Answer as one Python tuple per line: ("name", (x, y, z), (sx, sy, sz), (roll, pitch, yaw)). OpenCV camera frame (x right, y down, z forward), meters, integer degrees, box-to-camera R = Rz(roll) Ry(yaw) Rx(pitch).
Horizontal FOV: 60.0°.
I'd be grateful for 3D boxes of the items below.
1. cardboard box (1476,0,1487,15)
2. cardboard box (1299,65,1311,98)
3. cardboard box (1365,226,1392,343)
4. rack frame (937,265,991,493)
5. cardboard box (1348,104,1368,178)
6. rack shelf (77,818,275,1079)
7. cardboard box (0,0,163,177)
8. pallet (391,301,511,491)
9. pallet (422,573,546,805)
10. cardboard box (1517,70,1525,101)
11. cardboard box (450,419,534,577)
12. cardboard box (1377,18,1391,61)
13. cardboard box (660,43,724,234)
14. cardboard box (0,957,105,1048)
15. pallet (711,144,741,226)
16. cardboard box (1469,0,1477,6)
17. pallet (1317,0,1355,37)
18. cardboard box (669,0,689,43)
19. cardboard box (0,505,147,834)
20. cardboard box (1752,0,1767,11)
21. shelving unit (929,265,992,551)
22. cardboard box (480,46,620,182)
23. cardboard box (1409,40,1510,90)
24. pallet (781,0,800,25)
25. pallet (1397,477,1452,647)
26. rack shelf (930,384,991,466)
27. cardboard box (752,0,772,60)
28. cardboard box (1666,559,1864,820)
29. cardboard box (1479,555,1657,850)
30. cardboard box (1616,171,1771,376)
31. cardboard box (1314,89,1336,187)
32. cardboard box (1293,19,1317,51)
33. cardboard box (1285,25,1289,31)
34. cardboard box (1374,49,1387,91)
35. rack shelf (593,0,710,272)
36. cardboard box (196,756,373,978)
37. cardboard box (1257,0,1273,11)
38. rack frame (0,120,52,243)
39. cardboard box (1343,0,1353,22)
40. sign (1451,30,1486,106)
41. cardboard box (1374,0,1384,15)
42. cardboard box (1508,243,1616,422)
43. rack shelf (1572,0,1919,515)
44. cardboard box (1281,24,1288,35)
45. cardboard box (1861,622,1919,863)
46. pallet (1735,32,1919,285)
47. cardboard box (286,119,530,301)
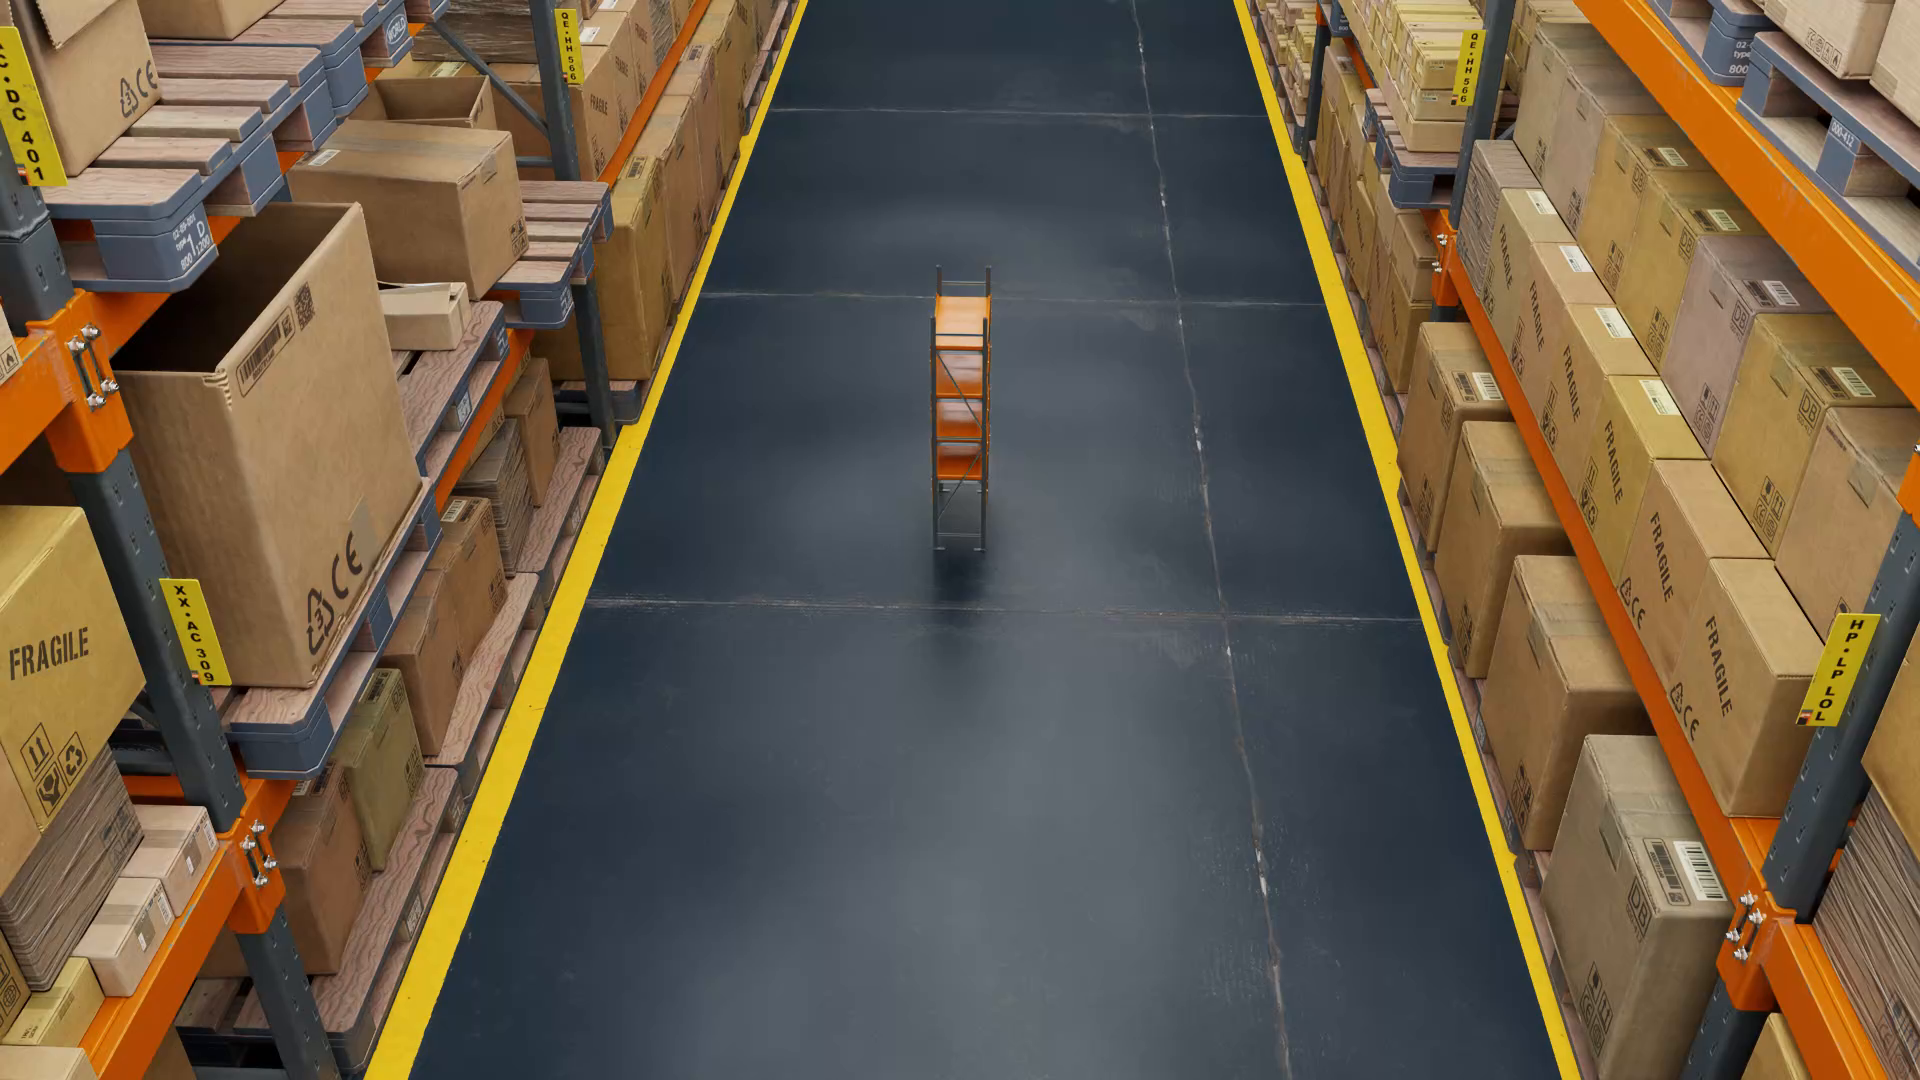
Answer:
("cardboard box", (2.977, -2.911, 8.877), (0.380, 0.149, 0.250), (3, 35, 4))
("cardboard box", (2.556, -3.165, 11.501), (0.380, 0.149, 0.250), (2, 35, 3))
("cardboard box", (2.490, -1.383, 8.918), (0.500, 0.500, 0.500), (3, 35, 4))
("rack frame", (0.016, -0.726, 7.740), (0.240, 1.200, 0.015), (1, 35, 2))
("cardboard box", (2.523, -2.288, 9.554), (0.500, 0.250, 0.500), (3, 35, 4))
("rack shelf", (-2.493, 2.017, 2.897), (1.077, 0.370, 4.000), (1, 35, 2))
("cardboard box", (-2.295, -1.135, 3.693), (0.797, 0.503, 0.637), (0, 35, 0))
("pallet", (-2.290, -0.508, 6.030), (1.003, 0.211, 1.213), (1, 35, 2))
("pallet", (-2.336, 0.565, 6.763), (1.003, 0.211, 1.213), (1, 35, 2))
("cardboard box", (2.941, -2.182, 8.100), (0.380, 0.149, 0.250), (3, 35, 4))
("cardboard box", (-2.268, -0.177, 7.185), (0.700, 0.500, 0.500), (-1, 35, -2))
("cardboard box", (2.293, -2.485, 8.272), (0.380, 0.149, 0.250), (1, 35, 2))
("cardboard box", (-2.132, -2.443, 10.101), (1.225, 0.875, 0.875), (0, 35, 0))
("cardboard box", (-2.217, 1.093, 3.805), (0.380, 0.149, 0.250), (1, 35, 2))
("pallet", (-2.047, -2.436, 11.033), (1.003, 0.211, 1.213), (1, 35, 2))
("cardboard box", (2.994, -2.938, 9.174), (0.380, 0.149, 0.250), (3, 35, 4))
("pallet", (2.685, -3.336, 10.054), (1.003, 0.211, 1.213), (1, 35, 2))
("cardboard box", (-1.878, -3.204, 9.613), (0.500, 0.500, 0.500), (1, 35, 1))
("cardboard box", (-2.155, 0.267, 3.546), (0.500, 0.500, 0.500), (1, 35, 2))
("cardboard box", (2.390, -1.669, 4.533), (0.500, 0.311, 0.500), (0, 35, 0))
("shelving unit", (0.007, -0.586, 7.540), (0.258, 1.200, 0.503), (1, 35, 2))
("cardboard box", (-1.960, -2.038, 7.954), (0.500, 0.500, 0.500), (2, 35, 3))
("cardboard box", (2.262, -2.156, 7.545), (0.380, 0.149, 0.250), (0, 35, 0))
("pallet", (-1.884, -4.718, 14.280), (1.003, 0.211, 1.213), (1, 35, 2))
("pallet", (2.593, 0.040, 7.509), (1.003, 0.211, 1.213), (1, 35, 2))
("rack shelf", (0.007, -0.531, 7.579), (0.258, 0.148, 0.480), (1, 35, 2))
("cardboard box", (-1.948, -4.219, 12.628), (0.875, 0.875, 0.875), (1, 35, 2))
("cardboard box", (2.293, 0.400, 4.486), (0.500, 0.500, 0.500), (1, 35, 2))
("cardboard box", (2.517, 0.582, 5.904), (1.050, 0.750, 0.750), (1, 35, 2))
("cardboard box", (2.615, -0.865, 5.415), (0.700, 0.500, 0.500), (1, 35, 1))
("cardboard box", (2.566, -2.580, 10.622), (0.500, 0.500, 0.500), (3, 35, 4))
("cardboard box", (2.589, -3.600, 11.860), (0.380, 0.149, 0.250), (1, 35, 1))
("cardboard box", (2.677, -3.917, 12.571), (0.380, 0.149, 0.250), (0, 35, 0))
("cardboard box", (2.296, -2.348, 8.336), (0.380, 0.149, 0.250), (1, 35, 1))
("rack shelf", (-2.171, -2.579, 9.437), (1.077, 0.370, 4.000), (1, 35, 2))
("cardboard box", (-2.366, 1.064, 5.418), (0.700, 0.500, 0.500), (-1, 35, -2))
("cardboard box", (2.629, -4.420, 13.545), (0.380, 0.149, 0.250), (2, 35, 2))
("rack frame", (-2.412, -1.881, 2.600), (1.000, 3.000, 0.127), (1, 35, 2))
("cardboard box", (2.338, -2.953, 9.196), (0.380, 0.149, 0.250), (1, 35, 1))
("sign", (2.158, -2.000, 7.049), (0.100, 0.325, 0.005), (1, 35, 2))
("cardboard box", (2.307, -2.743, 8.380), (0.380, 0.149, 0.250), (1, 35, 2))
("cardboard box", (2.374, -0.759, 6.134), (0.500, 0.500, 0.500), (1, 35, 2))
("rack shelf", (2.620, -1.335, 5.058), (1.077, 0.370, 4.000), (1, 35, 2))
("cardboard box", (2.655, -3.831, 12.707), (0.380, 0.149, 0.250), (2, 35, 3))
("cardboard box", (2.490, 0.454, 3.425), (0.875, 0.550, 0.550), (1, 35, 2))
("pallet", (2.527, -0.930, 4.023), (0.805, 0.209, 1.217), (0, 35, 0))
("cardboard box", (-2.156, -1.303, 6.543), (0.700, 0.500, 0.500), (6, 36, 9))
